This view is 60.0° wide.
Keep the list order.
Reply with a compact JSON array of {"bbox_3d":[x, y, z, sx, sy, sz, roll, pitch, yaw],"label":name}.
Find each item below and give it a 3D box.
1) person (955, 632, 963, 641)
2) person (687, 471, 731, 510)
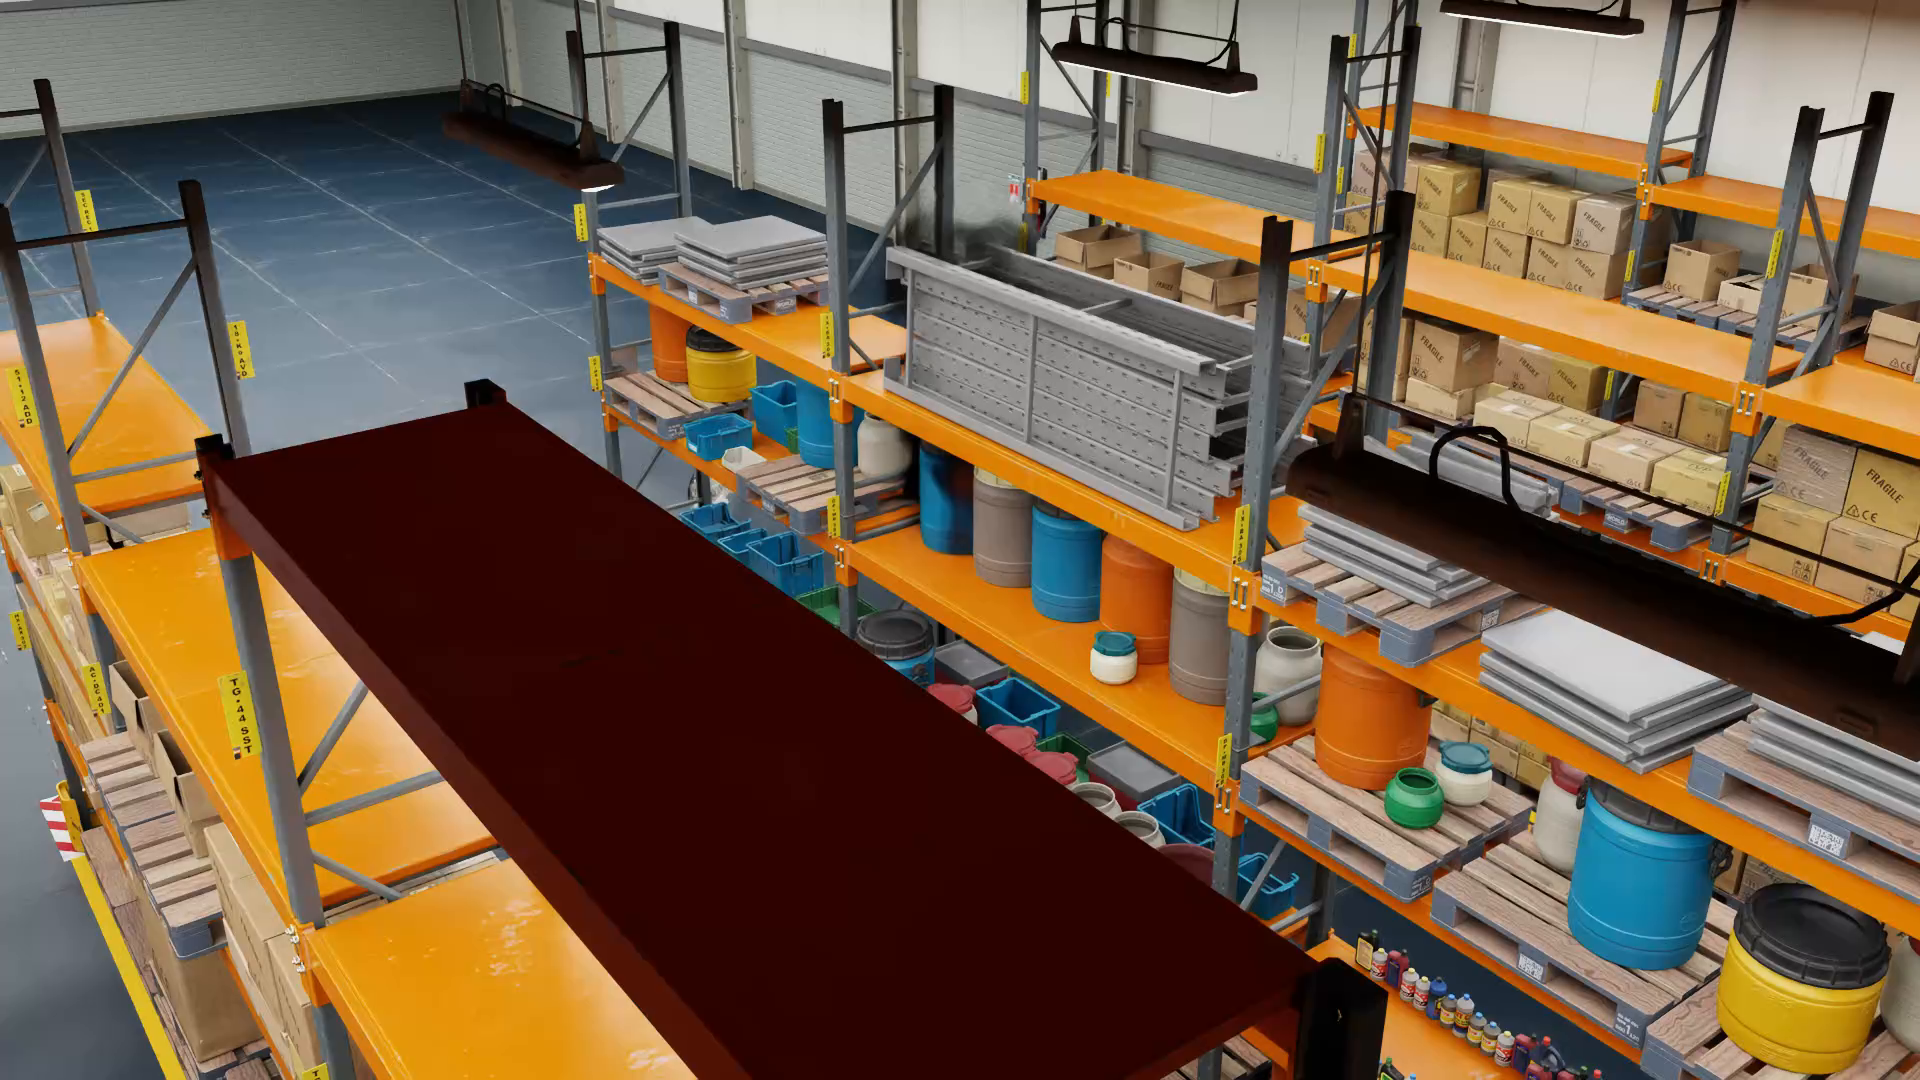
[{"bbox_3d":[0.183,0.670,15.459,0.641,1.746,0.554,-18,31,-34],"label":"person"},{"bbox_3d":[-2.603,-0.252,17.596,0.795,1.669,0.664,11,27,22],"label":"person"}]
